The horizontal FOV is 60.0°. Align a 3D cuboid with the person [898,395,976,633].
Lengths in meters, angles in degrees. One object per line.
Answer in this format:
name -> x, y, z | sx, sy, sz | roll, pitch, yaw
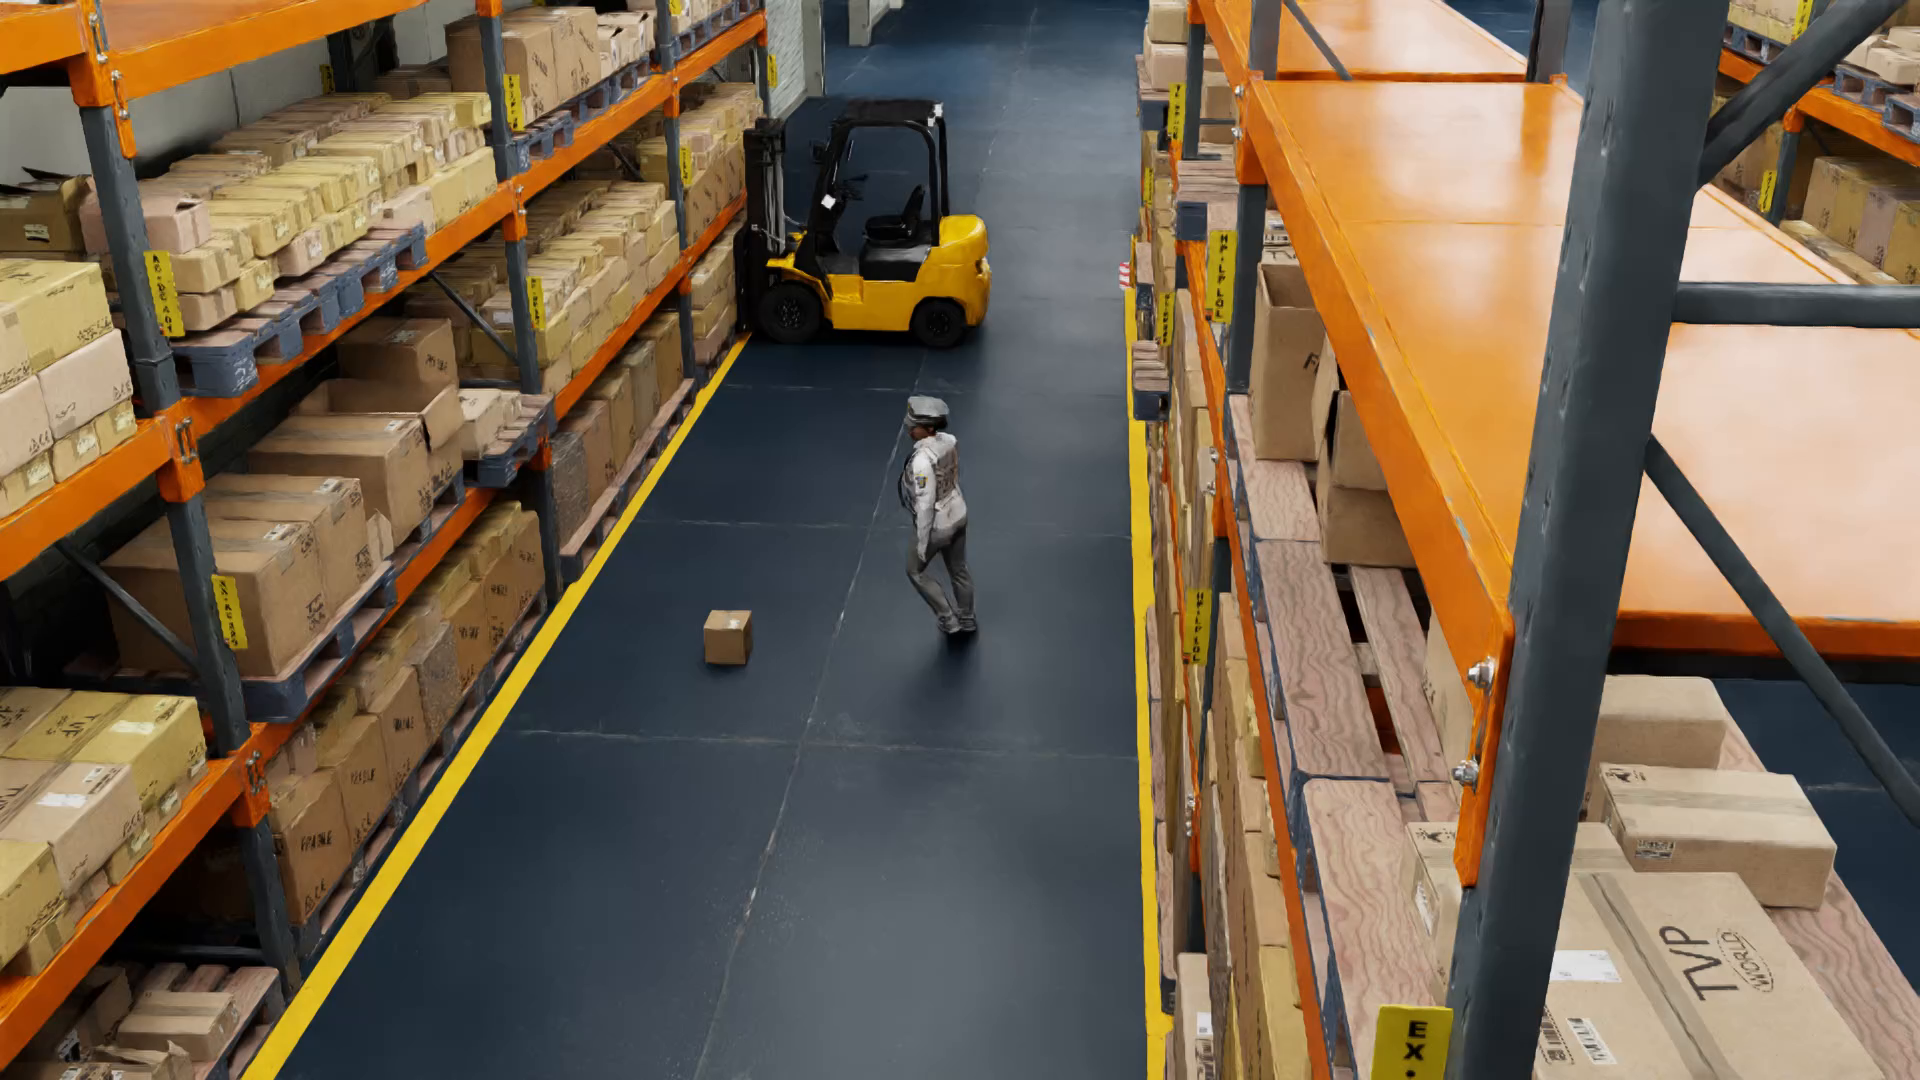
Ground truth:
person -> -0.149, -0.113, 10.232 | 0.390, 1.639, 0.605 | 14, 28, 28
